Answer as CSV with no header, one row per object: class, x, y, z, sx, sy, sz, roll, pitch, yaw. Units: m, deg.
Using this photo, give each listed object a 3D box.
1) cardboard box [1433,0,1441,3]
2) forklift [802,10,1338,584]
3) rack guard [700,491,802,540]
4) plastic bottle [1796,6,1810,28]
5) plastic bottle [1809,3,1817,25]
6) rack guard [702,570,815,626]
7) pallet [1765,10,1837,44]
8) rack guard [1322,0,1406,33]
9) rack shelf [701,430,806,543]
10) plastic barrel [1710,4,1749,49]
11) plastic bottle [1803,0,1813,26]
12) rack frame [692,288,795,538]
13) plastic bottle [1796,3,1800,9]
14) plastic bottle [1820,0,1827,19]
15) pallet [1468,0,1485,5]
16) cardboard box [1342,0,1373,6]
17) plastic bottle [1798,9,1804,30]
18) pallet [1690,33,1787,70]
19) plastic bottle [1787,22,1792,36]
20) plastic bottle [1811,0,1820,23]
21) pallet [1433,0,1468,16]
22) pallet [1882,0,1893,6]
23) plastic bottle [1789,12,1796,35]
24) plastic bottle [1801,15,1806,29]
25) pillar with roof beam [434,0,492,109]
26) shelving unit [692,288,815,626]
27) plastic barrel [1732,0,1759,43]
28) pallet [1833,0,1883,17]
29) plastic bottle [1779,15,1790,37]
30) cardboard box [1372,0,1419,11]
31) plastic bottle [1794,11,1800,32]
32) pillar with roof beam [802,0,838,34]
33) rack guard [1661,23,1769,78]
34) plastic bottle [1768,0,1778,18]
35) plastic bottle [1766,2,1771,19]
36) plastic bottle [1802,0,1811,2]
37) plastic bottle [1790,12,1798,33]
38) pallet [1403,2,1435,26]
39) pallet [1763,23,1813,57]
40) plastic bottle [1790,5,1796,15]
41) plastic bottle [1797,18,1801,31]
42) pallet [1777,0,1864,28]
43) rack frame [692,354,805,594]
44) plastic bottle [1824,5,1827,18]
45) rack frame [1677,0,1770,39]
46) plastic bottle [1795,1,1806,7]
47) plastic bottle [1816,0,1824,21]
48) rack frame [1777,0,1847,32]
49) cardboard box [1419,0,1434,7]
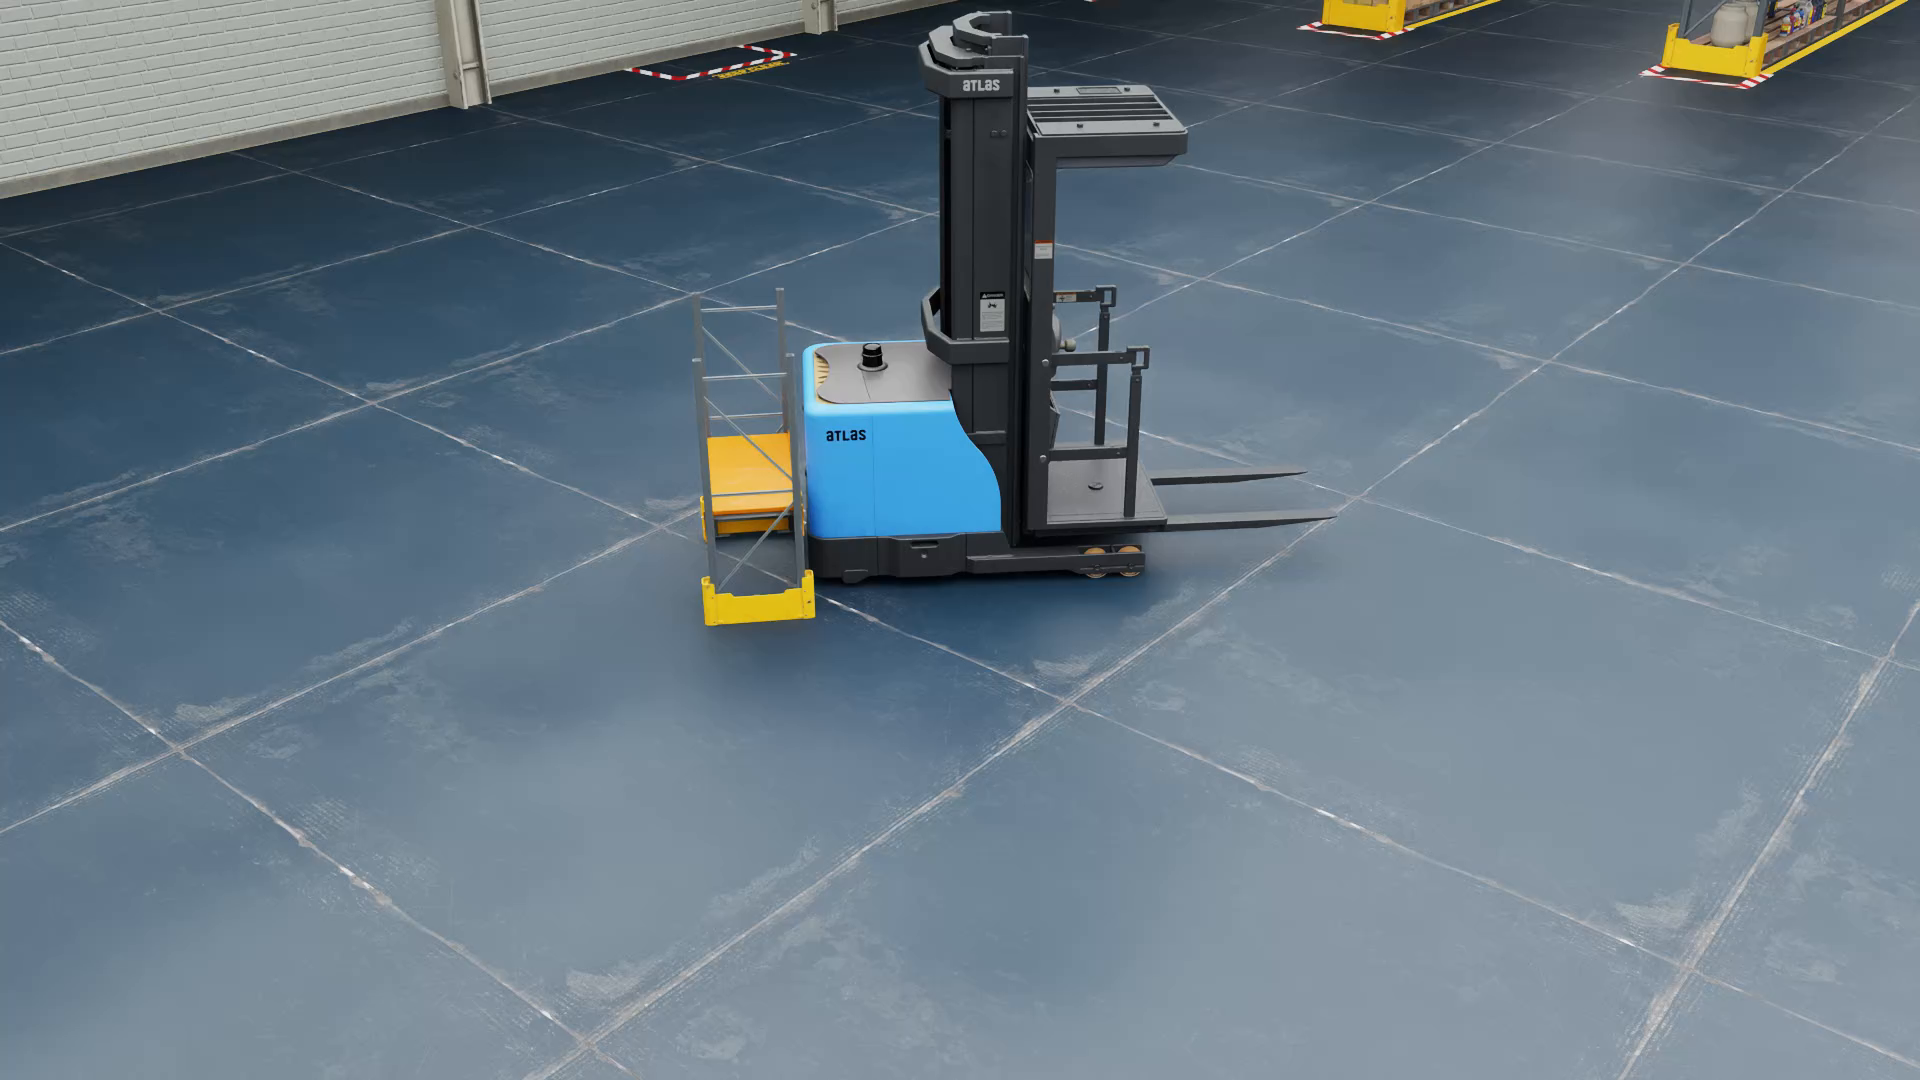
cardboard box,7.010,-8.263,24.994,0.500,0.250,0.500,21,34,34
forklift,0.628,-1.329,9.129,3.031,2.935,1.130,-2,27,-5
rack guard,-1.217,-0.145,9.757,0.587,0.250,0.087,-4,28,-7
plastic bottle,11.607,-7.220,22.928,0.152,0.276,0.135,21,34,35
plastic bottle,11.847,-7.325,23.122,0.061,0.283,0.133,23,35,38
rack guard,-1.074,0.308,8.881,0.587,0.250,0.087,-4,28,-7
pallet,11.768,-7.322,23.674,1.003,0.211,1.213,21,34,34
rack guard,5.848,-7.698,24.087,1.175,0.500,0.348,21,34,34
rack shelf,-1.145,-0.309,9.106,0.538,0.185,1.000,-4,28,-7
plastic barrel,10.043,-6.705,21.698,0.421,0.512,0.421,0,27,0
plastic bottle,11.713,-7.310,23.020,0.144,0.351,0.185,21,34,34
rack frame,-1.218,-0.700,9.470,0.500,1.500,0.032,-4,28,-7
plastic bottle,11.617,-7.301,23.076,0.061,0.283,0.133,21,34,34
plastic bottle,12.176,-7.508,23.477,0.061,0.283,0.133,23,35,37
pallet,7.870,-8.727,26.390,1.003,0.211,1.213,21,34,34
cardboard box,5.977,-8.059,24.599,0.500,0.250,0.500,21,34,34
plastic bottle,11.488,-7.132,22.763,0.097,0.271,0.097,0,27,0
pallet,10.216,-6.457,22.001,1.003,0.211,1.213,21,34,34
plastic bottle,11.143,-6.909,22.408,0.097,0.201,0.097,0,27,0
plastic bottle,11.918,-7.425,23.242,0.144,0.351,0.185,19,33,32
pallet,7.094,-8.293,25.550,1.003,0.211,1.213,21,34,34
pallet,14.249,-8.703,26.343,1.003,0.211,1.213,21,34,34
plastic bottle,11.235,-6.984,22.463,0.061,0.283,0.133,21,34,35
plastic bottle,11.553,-7.137,22.849,0.097,0.201,0.097,0,27,0
pillar with roof beam,-2.494,-7.916,15.259,9.100,9.000,0.400,21,34,34
shelving unit,-1.146,-0.473,9.032,0.587,1.500,1.083,-4,28,-7
plastic barrel,10.362,-6.883,22.041,0.421,0.512,0.421,0,27,0
pallet,13.473,-8.272,25.510,1.003,0.211,1.213,21,34,34
plastic bottle,11.077,-6.904,22.321,0.097,0.271,0.097,0,27,0
cardboard box,6.376,-7.908,24.306,0.500,0.250,0.500,21,34,34
plastic bottle,11.359,-7.060,22.624,0.097,0.271,0.097,0,27,0
pillar with roof beam,1.322,-10.044,19.371,9.100,9.000,0.400,21,34,34
rack guard,9.695,-6.299,21.381,1.175,0.500,0.348,21,34,34
plastic bottle,11.505,-7.598,23.577,0.144,0.351,0.185,21,34,34
plastic bottle,11.395,-7.518,23.509,0.097,0.271,0.097,0,27,0
plastic bottle,11.929,-7.535,23.455,0.144,0.351,0.185,21,34,34
plastic bottle,11.295,-7.025,22.556,0.097,0.271,0.097,0,27,0
pallet,6.318,-7.862,24.718,1.003,0.211,1.213,21,34,34
pallet,10.993,-6.887,22.834,1.003,0.211,1.213,21,34,34
plastic bottle,11.524,-7.255,22.986,0.061,0.283,0.133,21,34,34
plastic bottle,11.422,-7.065,22.708,0.097,0.201,0.097,0,27,0
pallet,12.697,-7.838,24.671,1.003,0.211,1.213,21,34,34
rack frame,-1.072,-0.238,8.577,0.500,1.500,0.032,-4,28,-7
plastic bottle,12.237,-7.519,23.587,0.097,0.201,0.097,0,27,0
rack frame,9.683,-7.368,20.728,1.000,3.000,0.127,21,34,34
plastic bottle,11.788,-7.426,23.325,0.152,0.276,0.135,21,34,34
plastic bottle,12.040,-7.493,23.373,0.144,0.351,0.185,20,33,33
rack frame,12.228,-8.786,23.470,1.000,3.000,0.127,21,34,34
cardboard box,6.692,-8.086,24.651,0.500,0.250,0.500,21,34,34
